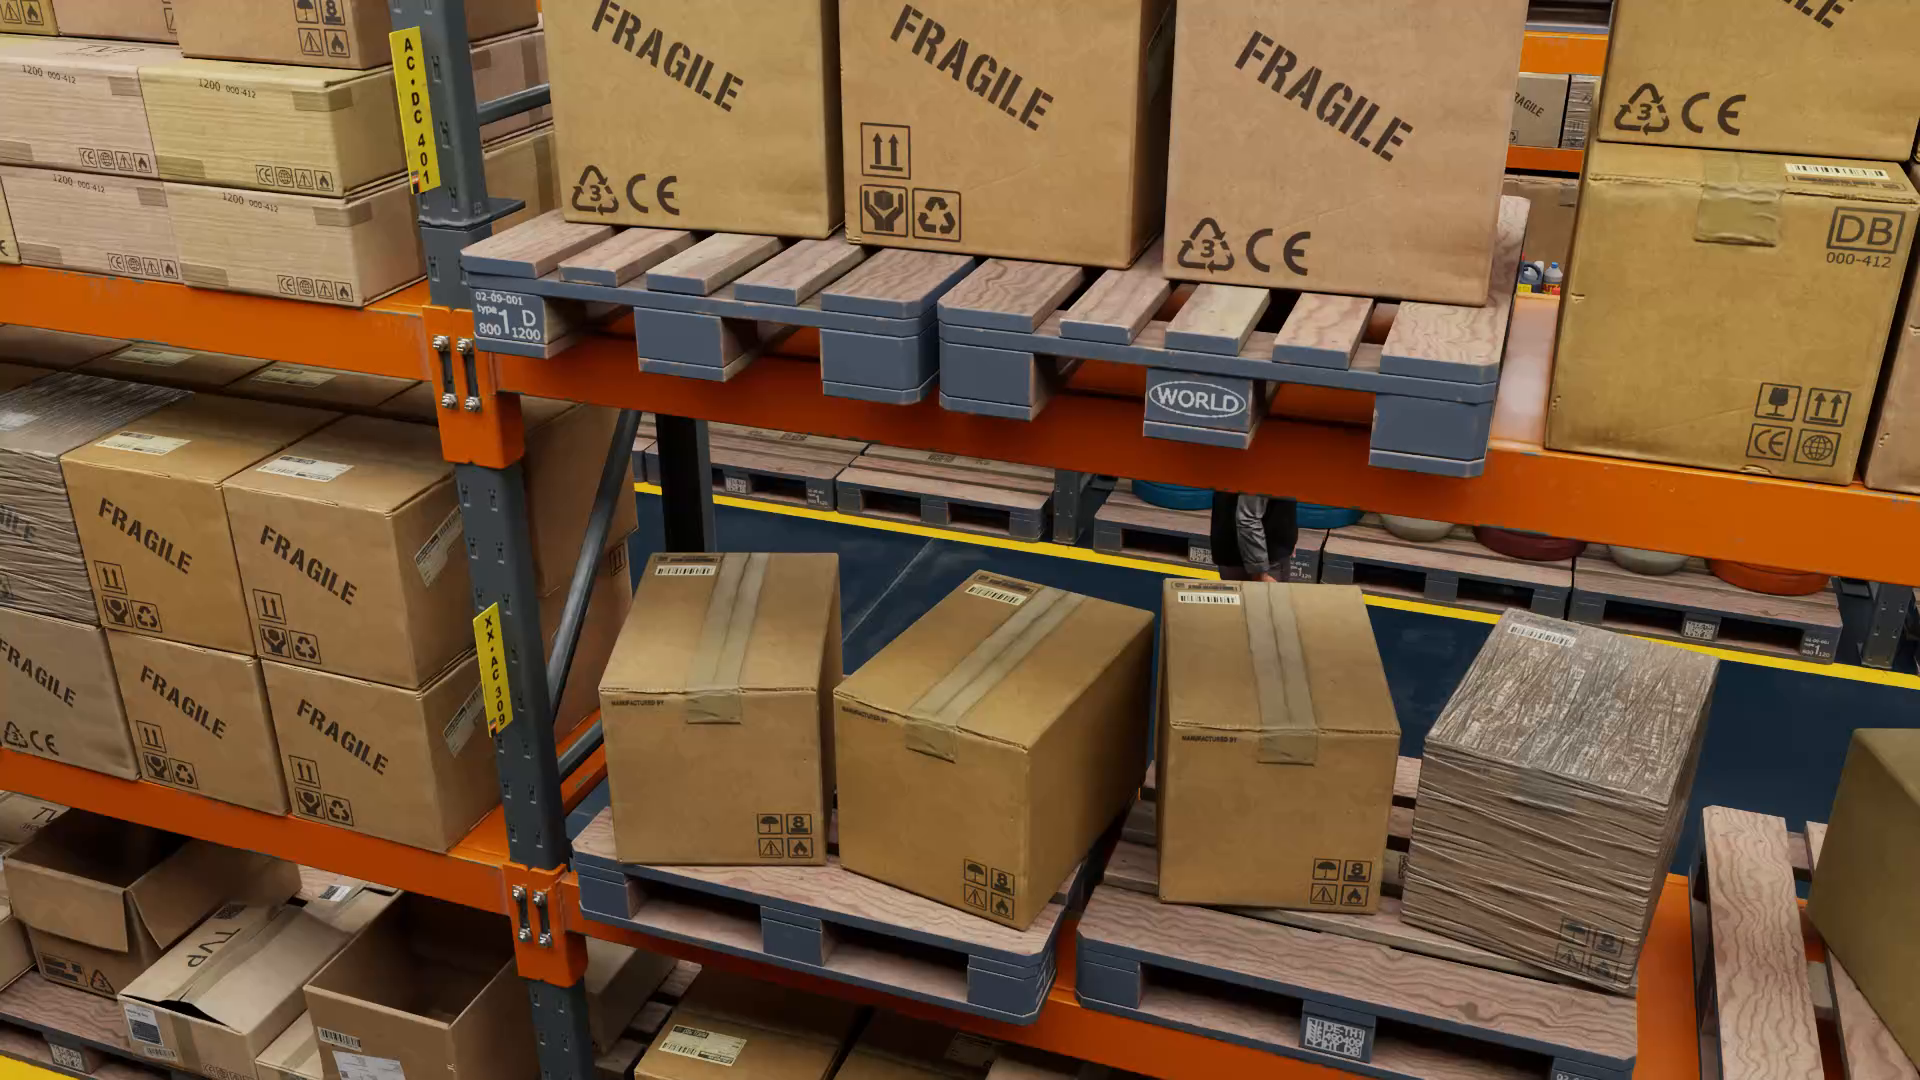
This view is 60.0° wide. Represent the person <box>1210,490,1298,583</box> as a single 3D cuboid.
[{"bbox_3d":[1.268,0.070,6.991,0.396,1.721,0.581,9,27,18],"label":"person"}]
